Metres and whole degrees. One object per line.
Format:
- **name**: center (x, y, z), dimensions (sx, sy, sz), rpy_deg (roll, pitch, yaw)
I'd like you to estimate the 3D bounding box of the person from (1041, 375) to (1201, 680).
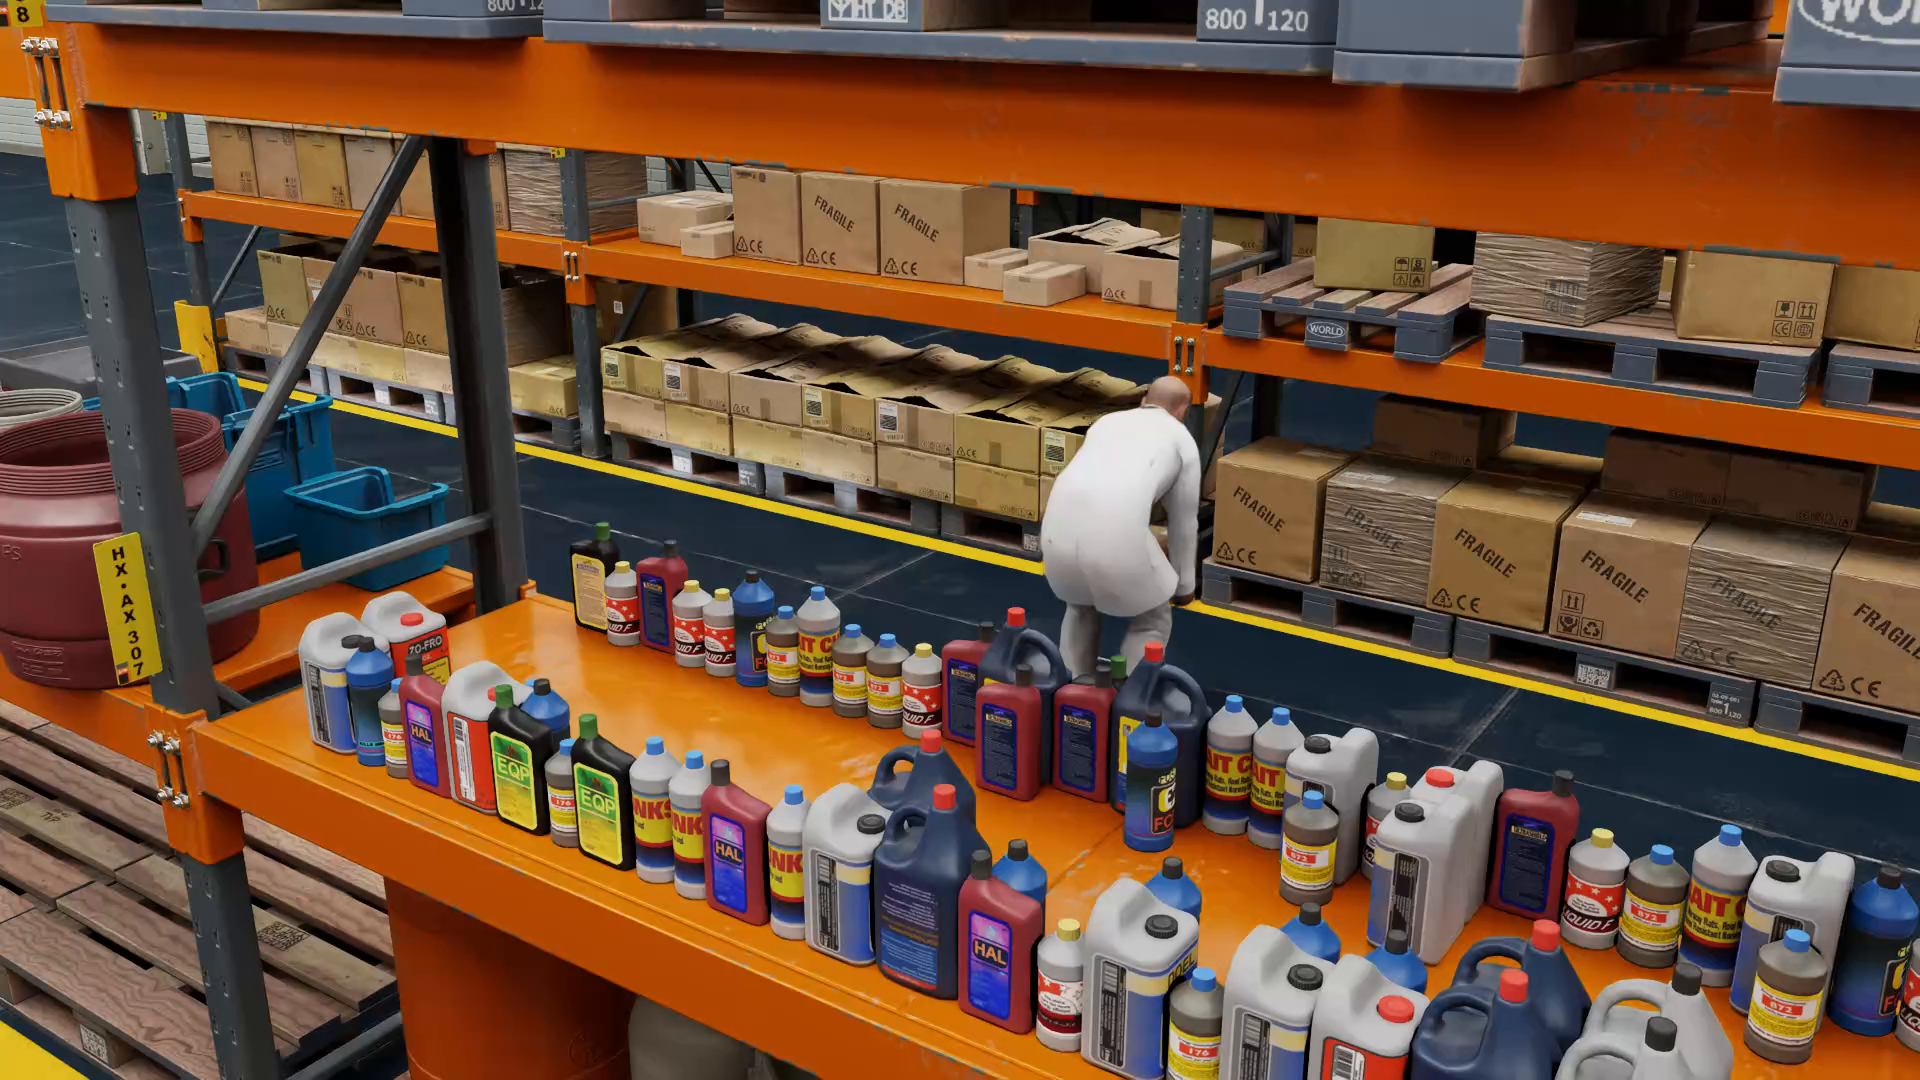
- **person**: center (0.661, 0.128, 6.495), dimensions (0.558, 1.270, 0.889), rpy_deg (12, 23, 30)
